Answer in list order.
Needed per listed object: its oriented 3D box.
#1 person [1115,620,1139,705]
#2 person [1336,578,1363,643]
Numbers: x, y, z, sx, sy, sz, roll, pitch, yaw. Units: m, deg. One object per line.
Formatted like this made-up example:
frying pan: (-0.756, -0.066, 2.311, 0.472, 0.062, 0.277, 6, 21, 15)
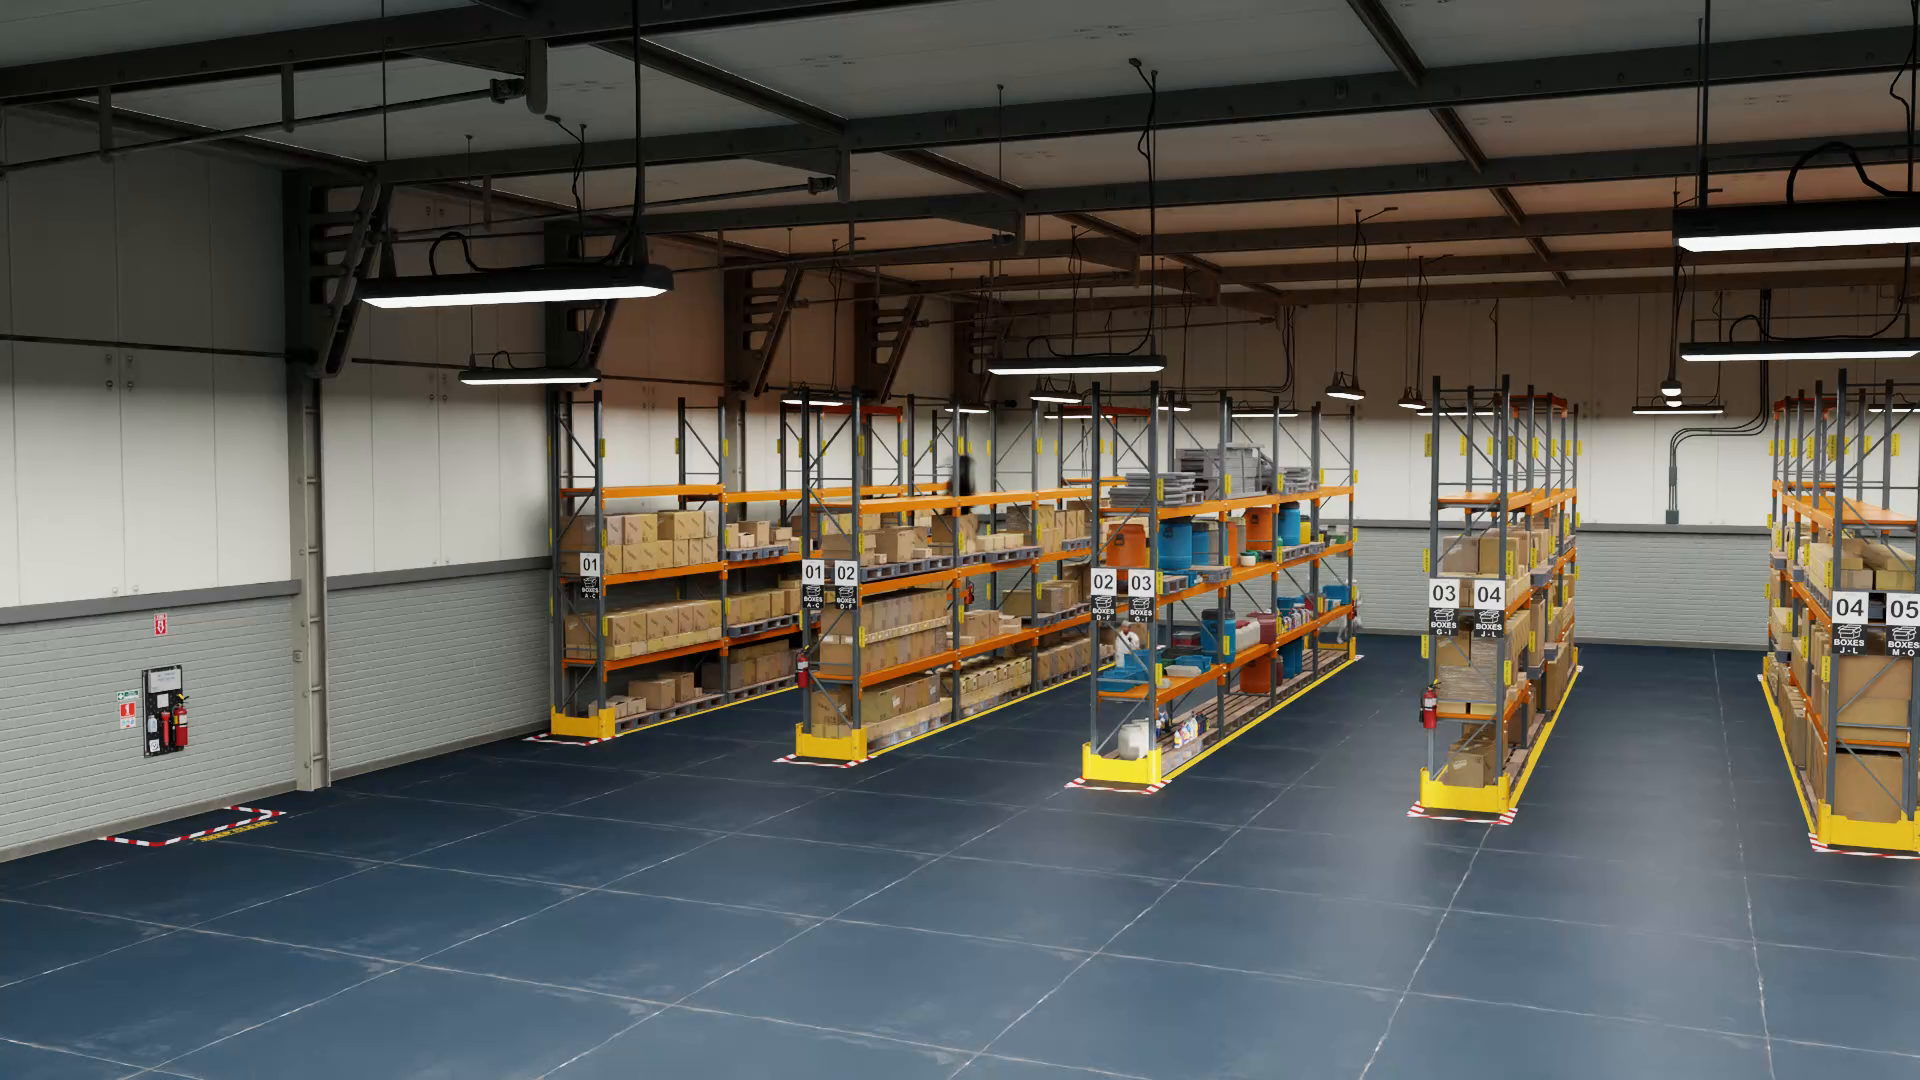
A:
person: (3.262, 2.399, 32.521, 0.503, 1.684, 0.800, 1, 3, 14)
person: (10.053, 1.815, 42.707, 0.733, 1.685, 0.585, -1, 3, -22)
